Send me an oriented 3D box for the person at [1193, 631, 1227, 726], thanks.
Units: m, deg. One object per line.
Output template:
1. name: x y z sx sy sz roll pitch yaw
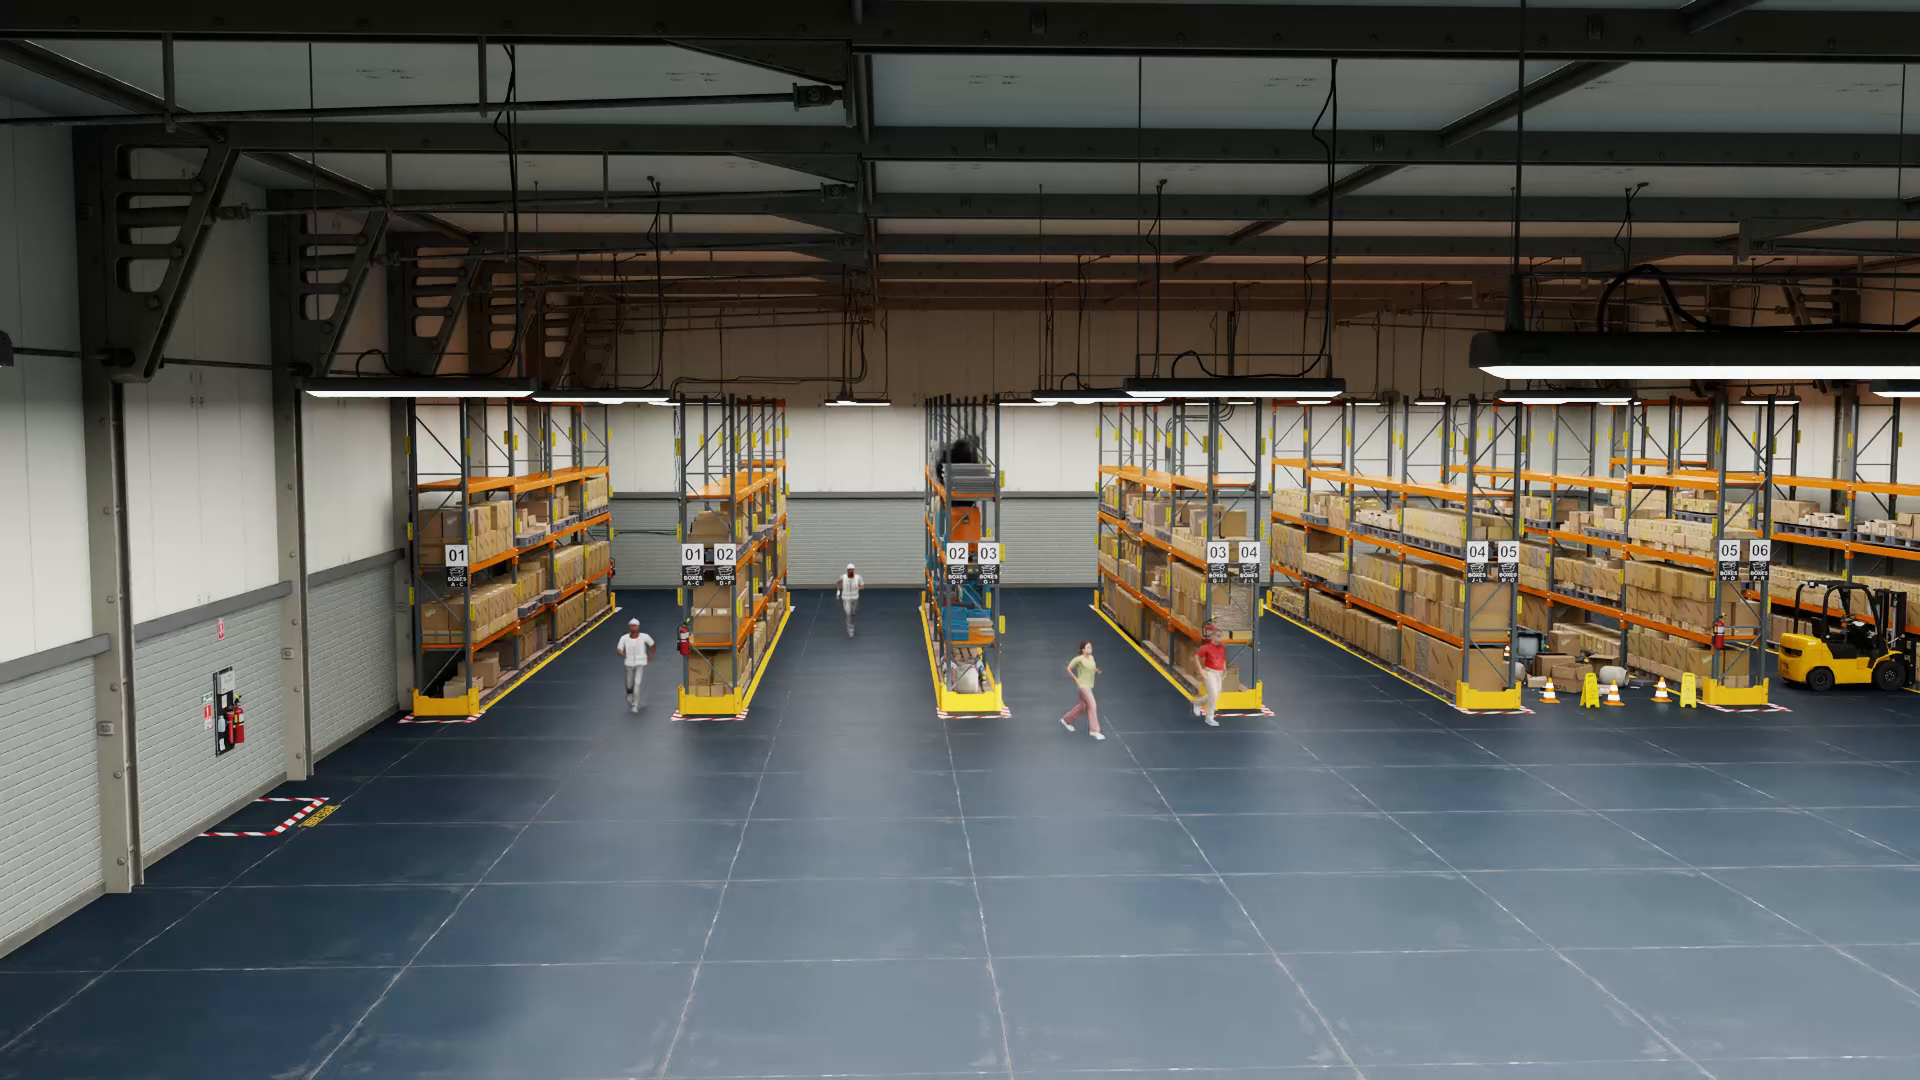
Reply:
1. person: 4.594 2.497 30.419 0.705 1.681 0.775 -3 6 -38

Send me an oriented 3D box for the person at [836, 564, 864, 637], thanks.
1. person: -2.752 1.495 41.876 0.674 1.802 0.957 -1 5 -13

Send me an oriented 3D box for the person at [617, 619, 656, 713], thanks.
1. person: -6.162 2.373 31.542 0.715 1.712 0.931 0 5 -2

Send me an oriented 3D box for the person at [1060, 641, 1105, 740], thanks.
1. person: 2.172 2.592 29.045 0.896 1.691 0.559 3 5 33
